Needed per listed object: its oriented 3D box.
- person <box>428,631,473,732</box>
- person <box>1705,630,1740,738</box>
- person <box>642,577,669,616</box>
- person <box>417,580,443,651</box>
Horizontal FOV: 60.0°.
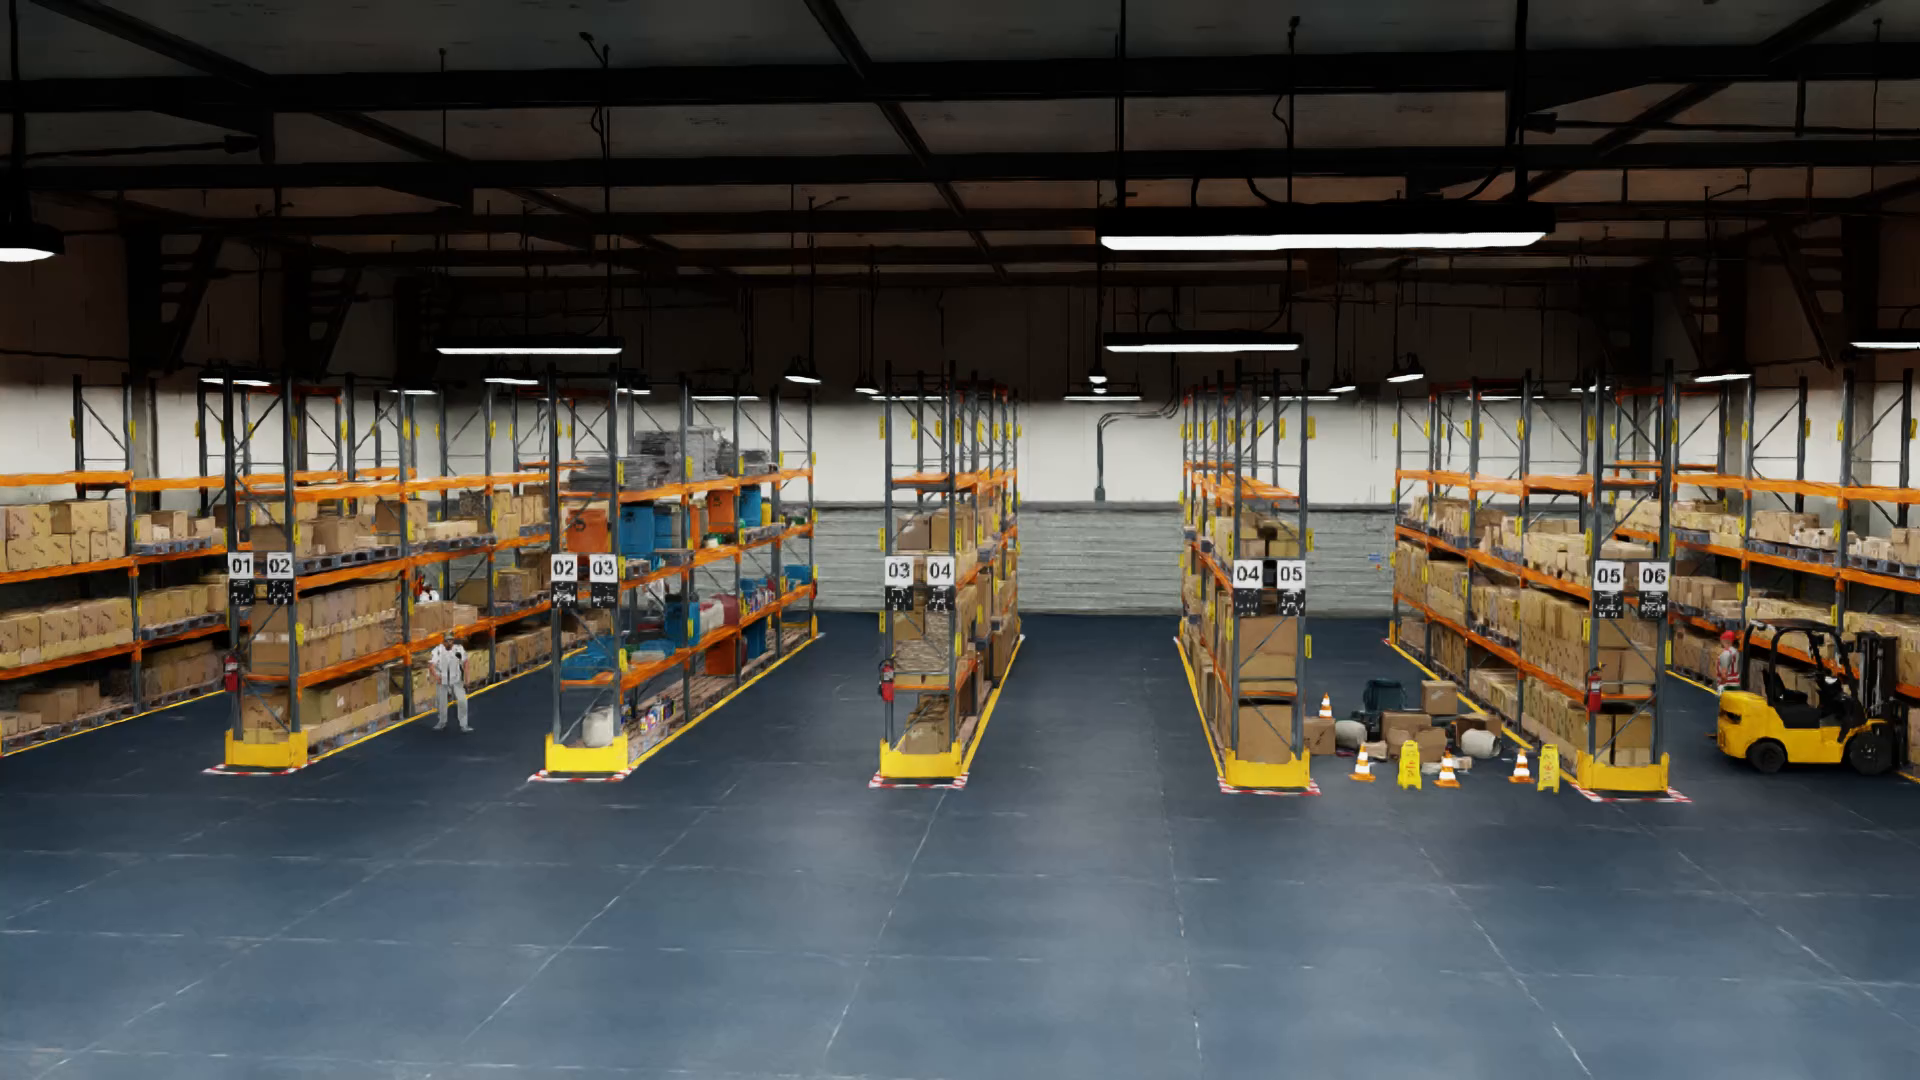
[{"bbox_3d":[-8.471,2.328,27.673,0.705,1.694,0.833,-1,4,-14],"label":"person"},{"bbox_3d":[12.280,2.340,26.701,0.569,1.786,0.653,2,5,34],"label":"person"},{"bbox_3d":[-7.523,1.431,41.186,0.702,1.720,0.842,-1,4,-12],"label":"person"},{"bbox_3d":[-12.077,1.700,37.867,0.482,1.572,1.082,0,4,3],"label":"person"}]
